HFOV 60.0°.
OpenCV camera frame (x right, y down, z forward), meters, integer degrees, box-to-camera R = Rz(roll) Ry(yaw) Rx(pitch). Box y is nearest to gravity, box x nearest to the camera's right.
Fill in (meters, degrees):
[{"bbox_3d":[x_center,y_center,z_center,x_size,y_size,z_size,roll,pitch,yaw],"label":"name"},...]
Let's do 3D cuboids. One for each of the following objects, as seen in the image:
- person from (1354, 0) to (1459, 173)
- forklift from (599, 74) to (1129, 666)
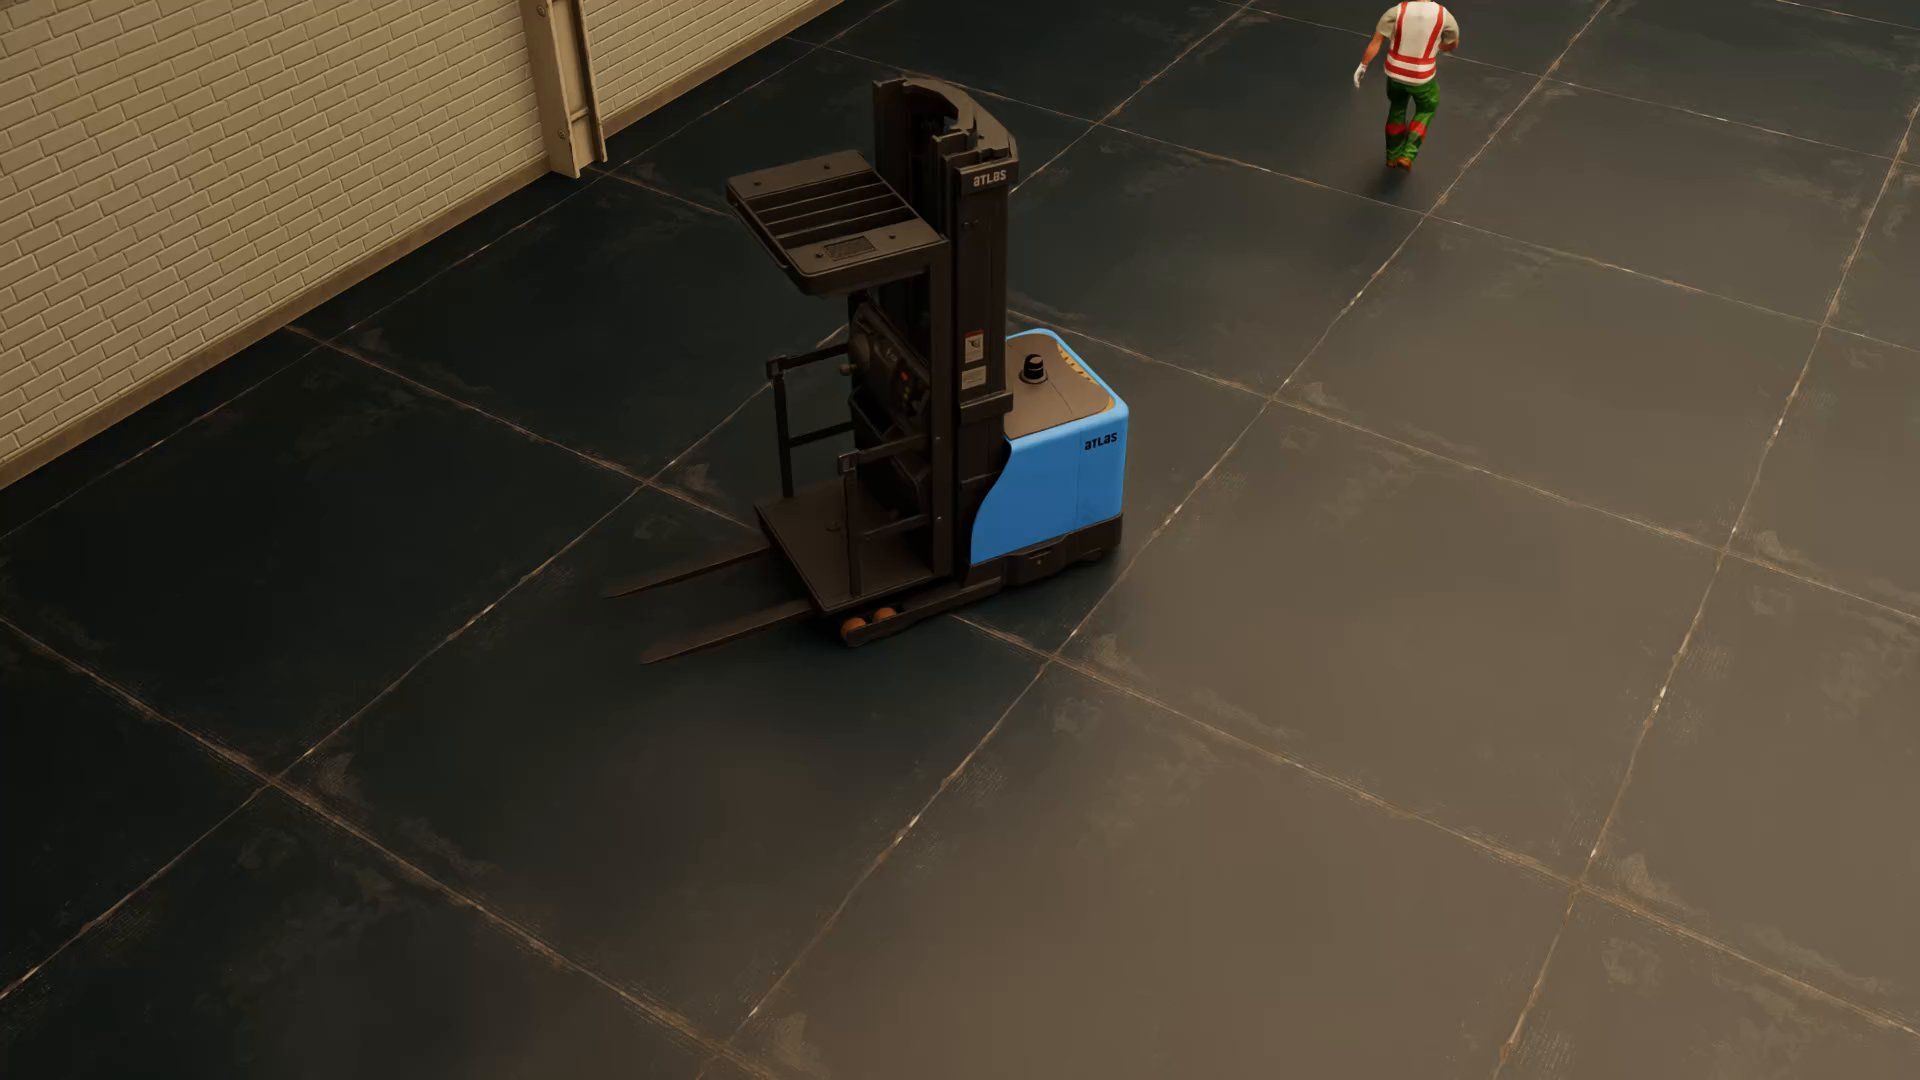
[{"bbox_3d":[3.593,-3.786,13.368,0.711,1.726,0.614,20,44,22],"label":"person"},{"bbox_3d":[-0.572,-0.900,9.029,3.031,2.935,1.130,-18,44,-20],"label":"forklift"}]
